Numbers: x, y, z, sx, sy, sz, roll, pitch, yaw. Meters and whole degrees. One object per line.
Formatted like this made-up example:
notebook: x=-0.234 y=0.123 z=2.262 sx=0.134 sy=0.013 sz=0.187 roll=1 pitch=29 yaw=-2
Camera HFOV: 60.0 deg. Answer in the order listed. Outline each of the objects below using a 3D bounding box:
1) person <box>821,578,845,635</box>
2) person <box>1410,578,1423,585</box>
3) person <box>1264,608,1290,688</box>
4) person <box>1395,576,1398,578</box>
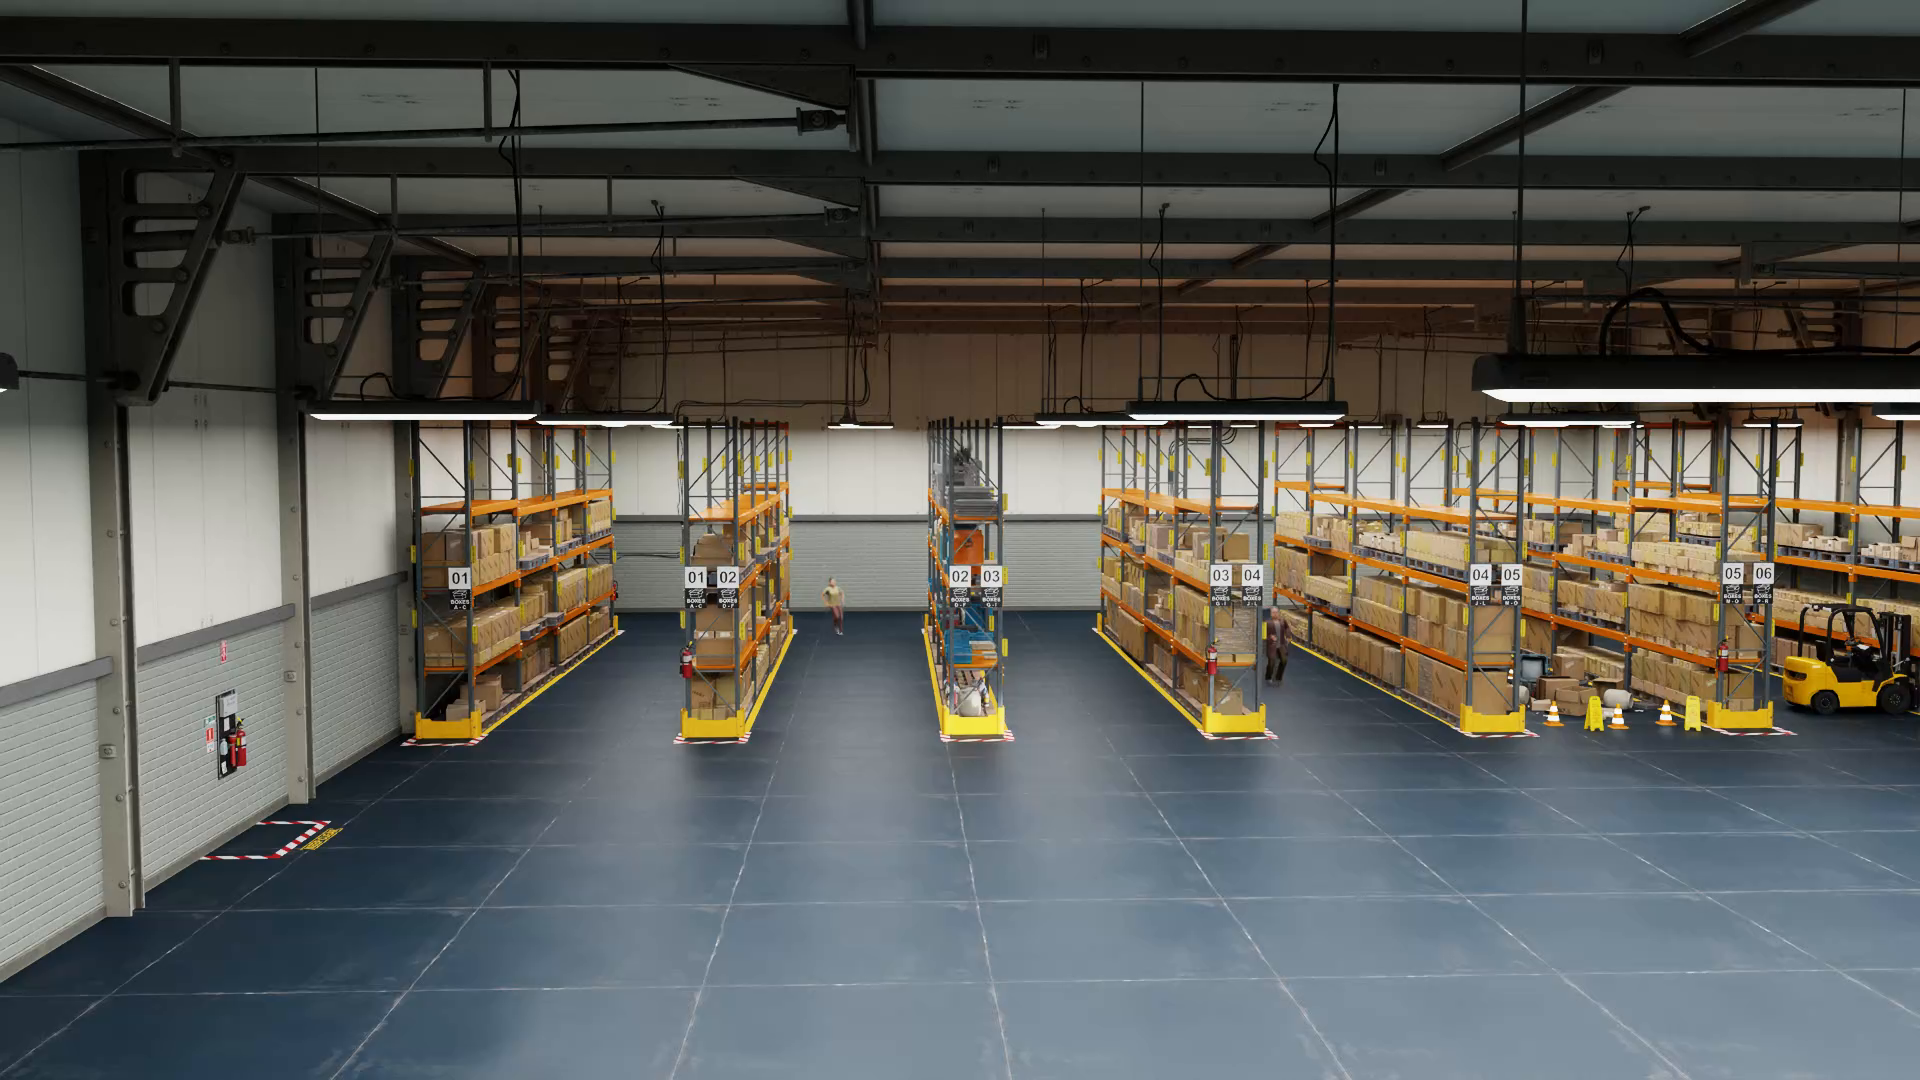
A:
person: x=-3.518 y=1.860 z=46.725 sx=0.640 sy=1.615 sz=0.610 roll=-2 pitch=4 yaw=-29
person: x=13.475 y=1.643 z=49.097 sx=0.863 sy=1.801 sz=0.700 roll=0 pitch=4 yaw=-1
person: x=7.084 y=2.420 z=37.279 sx=0.721 sy=1.808 sz=0.797 roll=0 pitch=4 yaw=-4
person: x=12.909 y=1.762 z=49.798 sx=0.567 sy=1.428 sz=0.559 roll=0 pitch=4 yaw=-7
